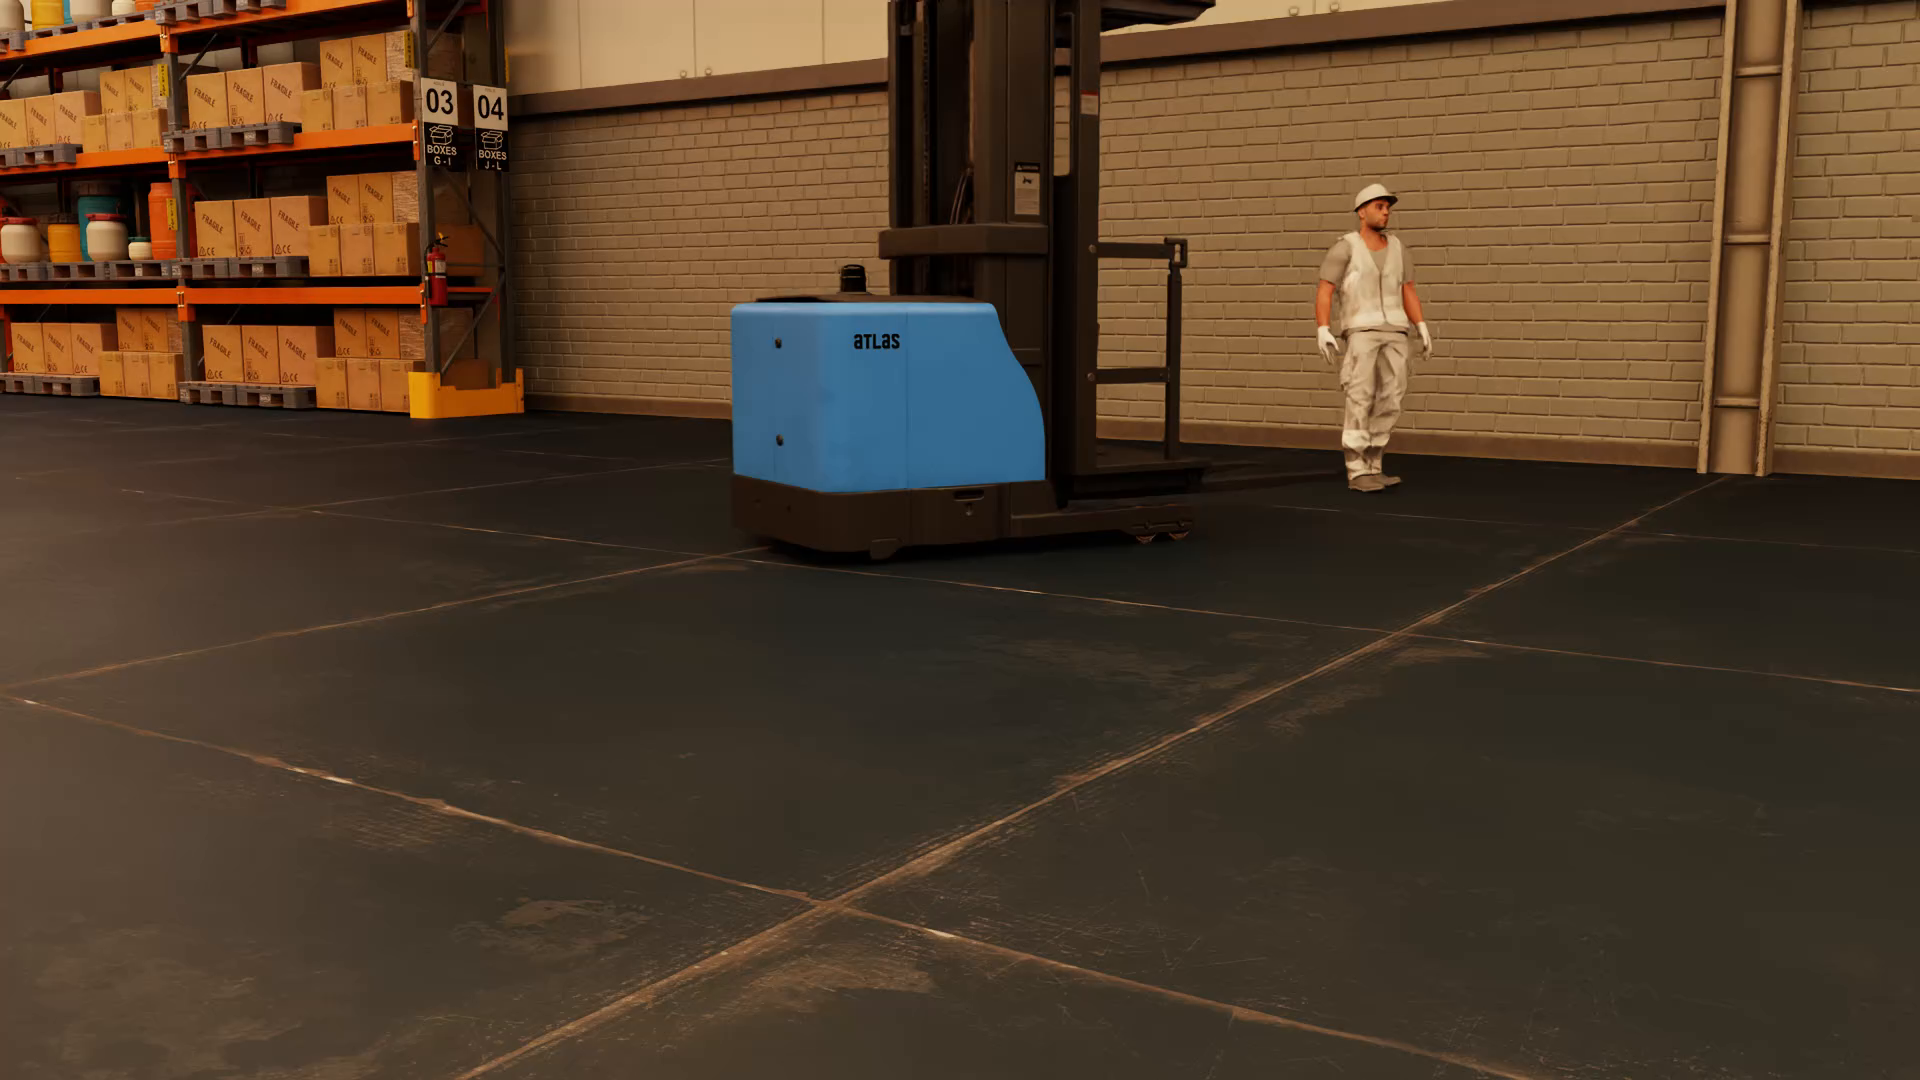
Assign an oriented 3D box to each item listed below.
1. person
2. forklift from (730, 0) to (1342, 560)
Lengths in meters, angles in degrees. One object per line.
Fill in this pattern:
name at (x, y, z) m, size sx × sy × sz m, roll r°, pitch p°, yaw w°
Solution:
person at (2.435, -1.173, 9.628) m, size 0.685 × 1.770 × 0.635 m, roll -2°, pitch 8°, yaw -14°
forklift at (0.482, -1.500, 7.739) m, size 3.031 × 2.935 × 1.130 m, roll -5°, pitch 10°, yaw -32°
